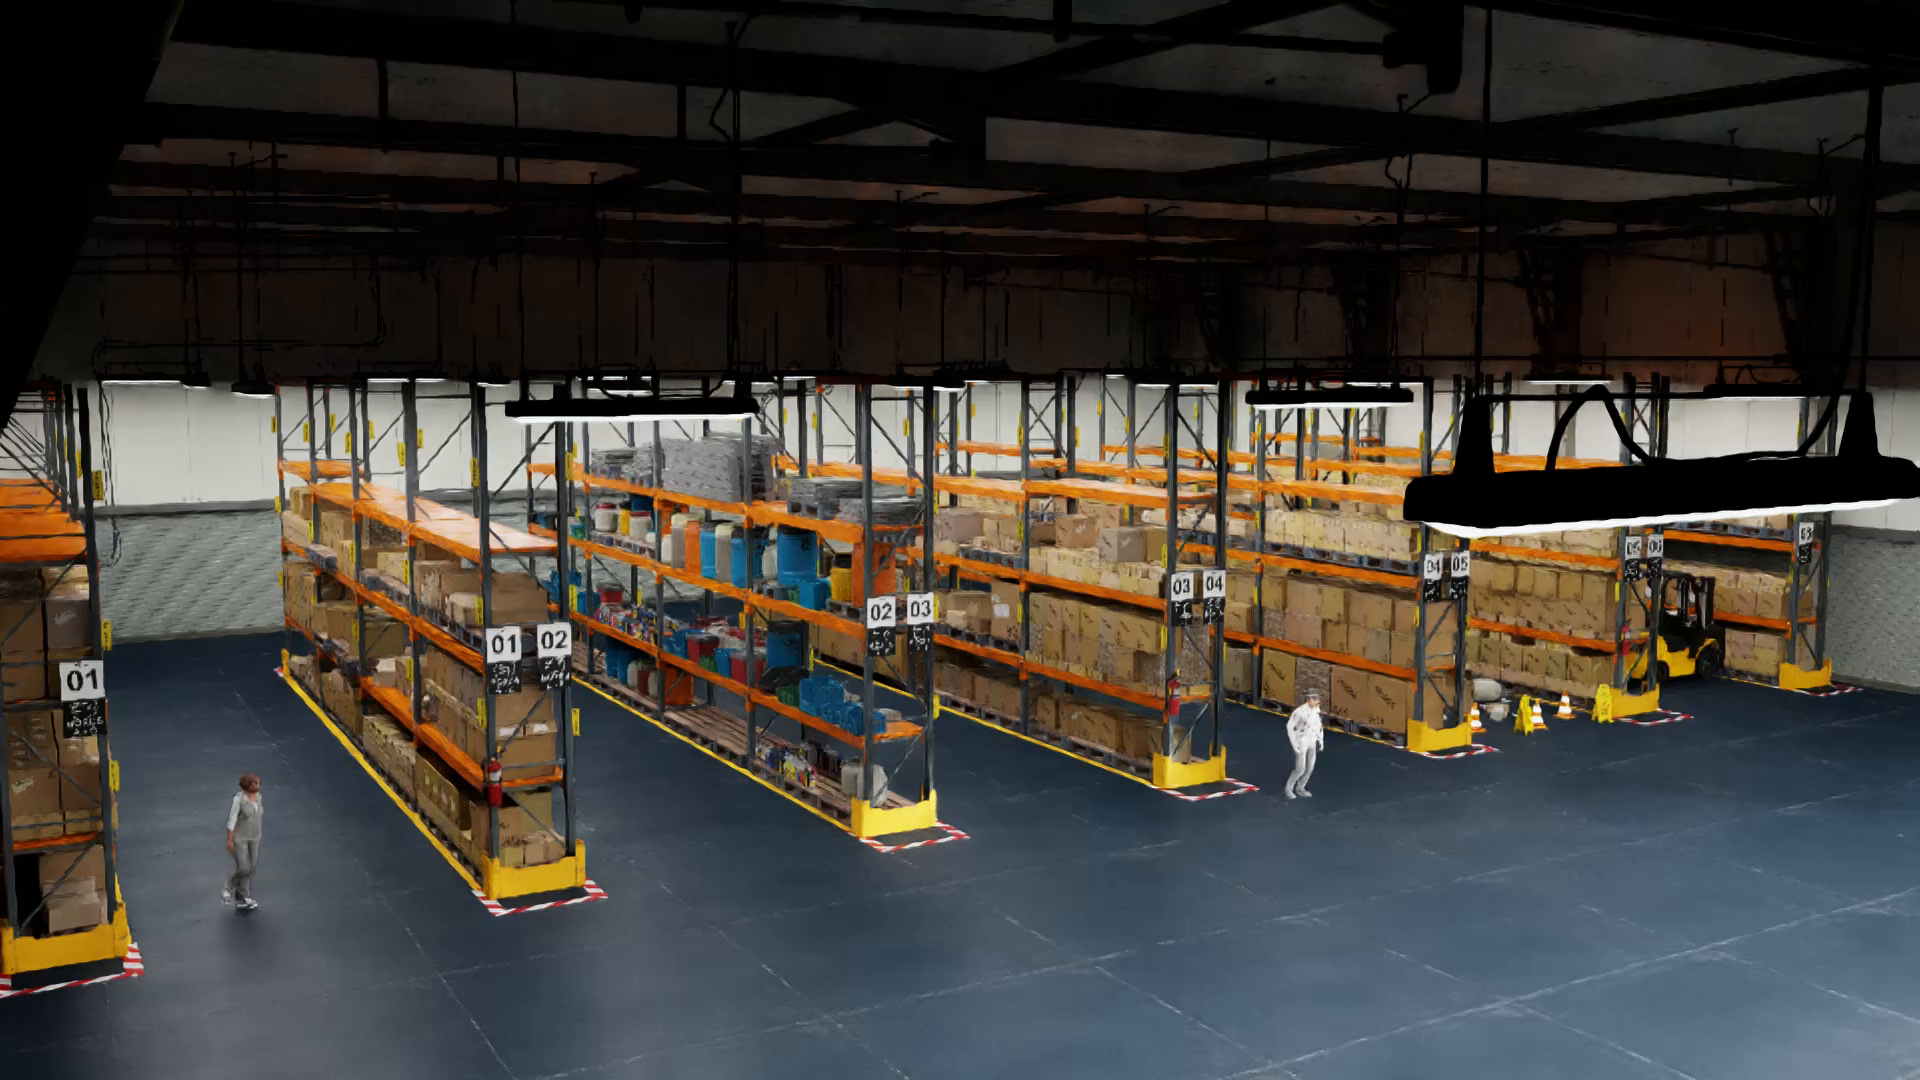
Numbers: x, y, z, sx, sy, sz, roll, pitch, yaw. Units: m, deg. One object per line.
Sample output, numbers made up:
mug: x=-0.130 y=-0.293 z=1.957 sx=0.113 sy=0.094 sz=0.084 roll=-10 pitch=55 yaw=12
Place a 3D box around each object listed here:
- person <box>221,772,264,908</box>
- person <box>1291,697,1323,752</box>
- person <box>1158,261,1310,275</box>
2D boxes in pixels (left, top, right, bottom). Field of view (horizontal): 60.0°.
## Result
person: x=-8.272 y=3.451 z=19.150 sx=0.475 sy=1.589 sz=0.471 roll=2 pitch=7 yaw=21
person: x=4.986 y=2.580 z=23.886 sx=0.550 sy=0.903 sz=0.403 roll=-4 pitch=7 yaw=-32
person: x=7.013 y=-3.301 z=46.550 sx=5.335 sy=8.937 sz=8.690 roll=-2 pitch=6 yaw=-13
